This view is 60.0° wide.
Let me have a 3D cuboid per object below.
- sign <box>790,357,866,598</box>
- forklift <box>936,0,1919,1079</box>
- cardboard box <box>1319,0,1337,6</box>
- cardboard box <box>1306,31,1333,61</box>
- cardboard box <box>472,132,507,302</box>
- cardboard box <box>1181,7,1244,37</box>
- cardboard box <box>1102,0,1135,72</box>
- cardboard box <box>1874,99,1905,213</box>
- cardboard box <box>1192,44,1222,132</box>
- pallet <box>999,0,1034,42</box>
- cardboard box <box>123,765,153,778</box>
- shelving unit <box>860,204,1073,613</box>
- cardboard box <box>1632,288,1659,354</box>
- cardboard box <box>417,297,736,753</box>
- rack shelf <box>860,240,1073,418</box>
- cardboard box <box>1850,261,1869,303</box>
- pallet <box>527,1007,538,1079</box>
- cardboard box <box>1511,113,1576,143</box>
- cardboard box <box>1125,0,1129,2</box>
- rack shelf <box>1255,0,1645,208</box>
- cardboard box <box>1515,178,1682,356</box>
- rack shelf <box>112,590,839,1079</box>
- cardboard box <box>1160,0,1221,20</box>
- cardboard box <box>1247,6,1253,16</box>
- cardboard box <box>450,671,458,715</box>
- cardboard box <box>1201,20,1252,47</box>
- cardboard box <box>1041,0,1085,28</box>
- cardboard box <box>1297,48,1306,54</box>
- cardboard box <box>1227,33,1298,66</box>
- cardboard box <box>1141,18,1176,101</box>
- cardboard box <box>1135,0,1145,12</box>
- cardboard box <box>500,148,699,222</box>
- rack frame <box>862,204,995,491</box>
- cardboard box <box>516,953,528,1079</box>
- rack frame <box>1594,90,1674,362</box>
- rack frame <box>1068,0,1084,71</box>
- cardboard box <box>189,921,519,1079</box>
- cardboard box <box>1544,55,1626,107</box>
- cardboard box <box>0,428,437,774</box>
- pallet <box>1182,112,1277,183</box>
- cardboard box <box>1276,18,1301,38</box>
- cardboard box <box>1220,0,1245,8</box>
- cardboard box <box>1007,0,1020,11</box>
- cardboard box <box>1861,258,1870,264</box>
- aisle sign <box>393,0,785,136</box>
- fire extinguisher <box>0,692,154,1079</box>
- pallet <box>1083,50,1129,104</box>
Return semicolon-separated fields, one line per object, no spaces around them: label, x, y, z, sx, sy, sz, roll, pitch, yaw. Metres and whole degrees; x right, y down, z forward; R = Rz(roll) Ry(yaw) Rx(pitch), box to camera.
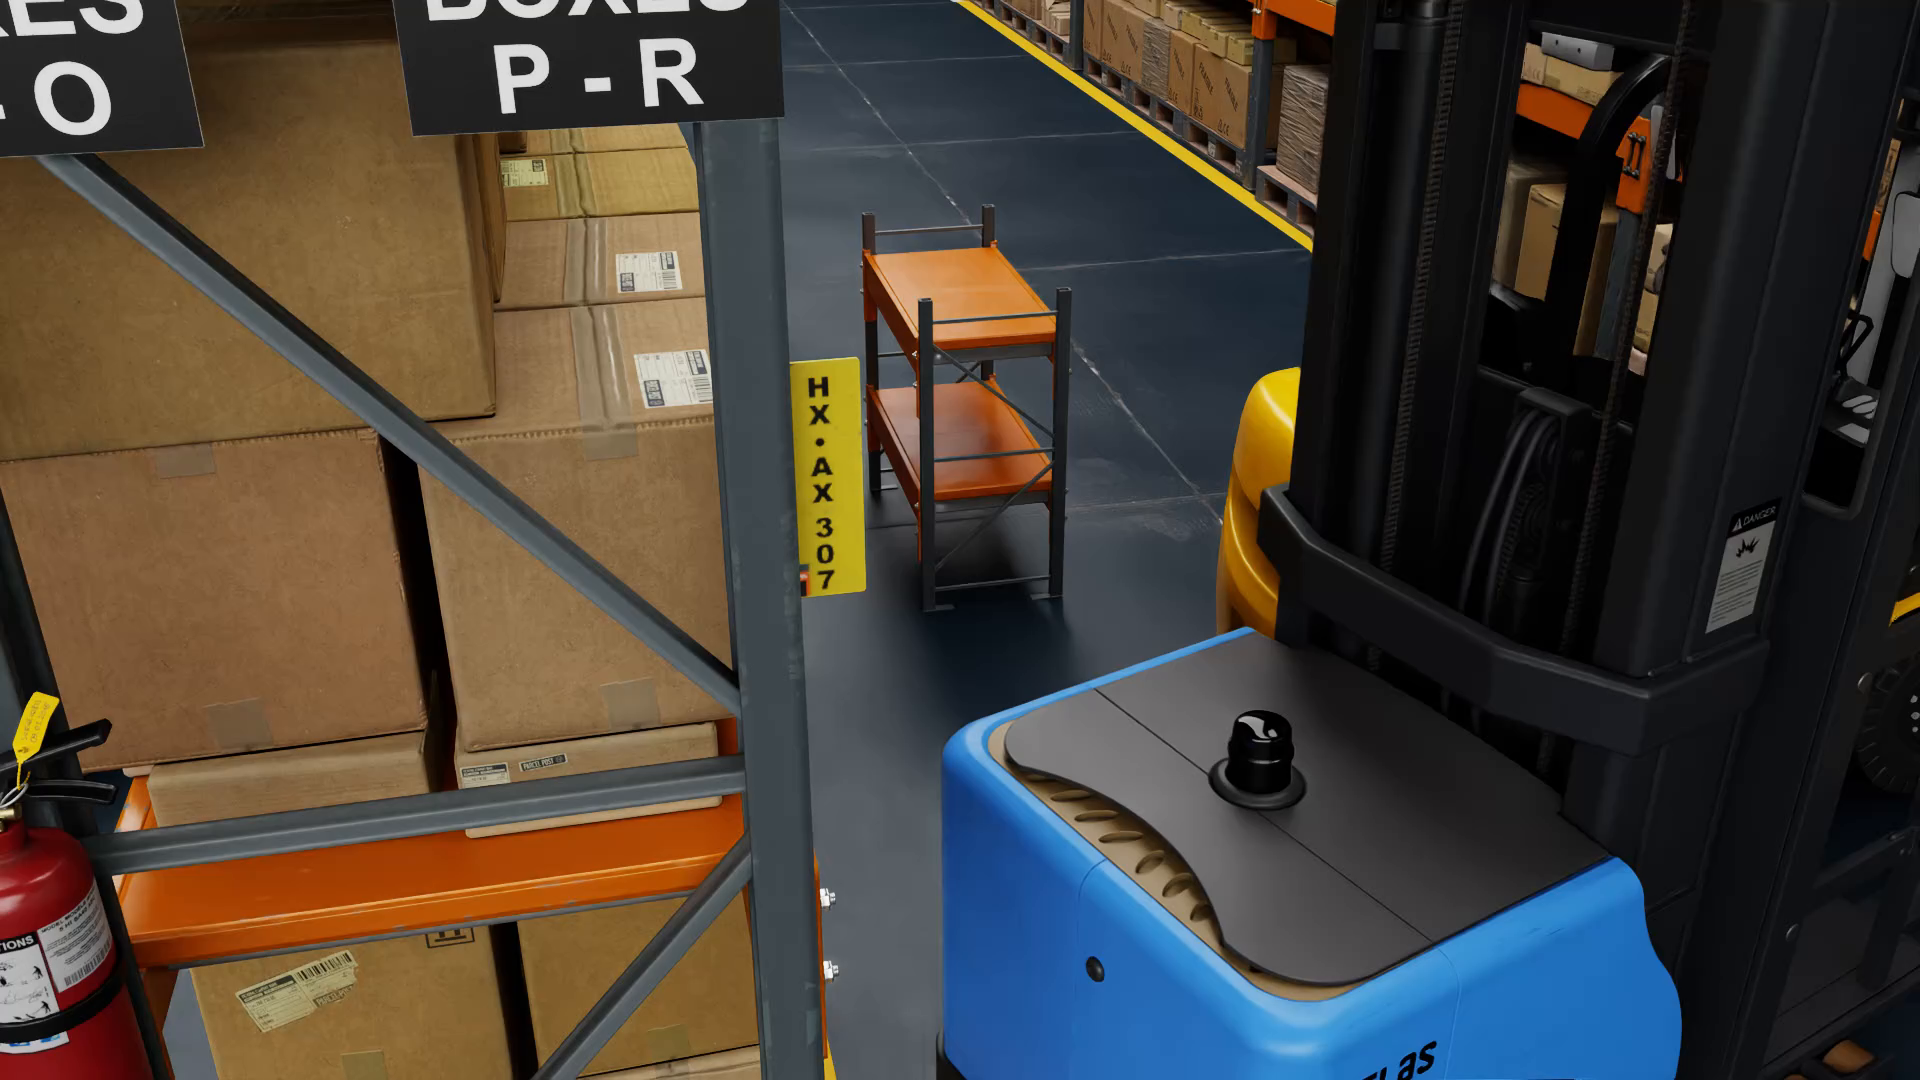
sign;-0.173;-0.074;2.107;0.100;0.325;0.005;-6;27;-12
forklift;1.468;-0.162;3.318;3.031;2.935;1.130;-16;31;-29
cardboard box;2.301;-3.142;9.313;0.500;0.250;0.500;-7;28;-13
cardboard box;2.517;-3.272;10.992;0.380;0.149;0.250;-5;27;-9
cardboard box;-1.136;-0.681;2.720;0.700;0.500;0.500;-6;27;-11
cardboard box;1.793;-3.669;11.779;0.380;0.149;0.250;-6;27;-12
cardboard box;1.449;-4.010;13.174;0.500;0.500;0.500;-6;27;-12
cardboard box;3.327;-1.268;5.323;0.500;0.500;0.500;-6;27;-12
cardboard box;1.924;-3.106;11.384;0.500;0.500;0.500;-6;27;-12
pallet;0.997;-5.000;15.921;1.003;0.211;1.213;-6;27;-12
cardboard box;-1.159;0.237;2.730;0.380;0.149;0.250;-6;27;-12
shelving unit;-0.002;-0.505;6.002;0.538;1.125;1.048;-6;27;-12
cardboard box;3.041;-0.834;6.604;0.500;0.250;0.500;-6;27;-12
cardboard box;-0.538;-0.046;2.571;0.500;0.500;0.500;-6;27;-12
rack shelf;-0.002;-0.766;5.871;0.538;0.278;1.000;-6;27;-12
cardboard box;3.141;-0.831;6.043;0.500;0.250;0.500;-6;27;-12
pallet;-0.867;1.219;3.601;1.003;0.211;1.213;-6;27;-12
cardboard box;2.765;-1.921;8.896;0.875;0.625;0.625;-7;28;-14
cardboard box;1.458;-4.358;13.143;0.380;0.149;0.250;-7;28;-14
rack shelf;2.782;-2.451;8.576;1.077;0.370;4.000;-6;27;-12
cardboard box;3.104;-1.250;7.566;0.875;0.625;0.625;-5;27;-9
rack shelf;-1.152;-0.189;4.095;1.077;0.370;4.000;-6;27;-12
cardboard box;1.696;-3.901;12.237;0.380;0.149;0.250;-6;27;-11
cardboard box;2.272;-3.731;11.901;0.380;0.149;0.250;-7;28;-13
cardboard box;-0.647;0.200;2.804;0.380;0.149;0.250;-6;27;-11
cardboard box;1.865;-3.439;11.323;0.380;0.149;0.250;-7;28;-13
cardboard box;0.937;-4.745;14.890;0.396;0.266;0.258;-5;27;-10
cardboard box;2.418;-3.153;11.475;0.500;0.500;0.500;-6;27;-11
cardboard box;1.973;-3.203;10.854;0.380;0.149;0.250;-7;28;-14
cardboard box;1.668;-3.562;12.286;0.500;0.500;0.500;-7;28;-13
cardboard box;1.553;-4.125;12.682;0.380;0.149;0.250;-6;27;-12
cardboard box;-0.774;-0.497;3.464;0.500;0.500;0.500;-6;27;-13
rack frame;-0.116;-0.728;6.445;0.500;1.125;0.032;-6;27;-12
cardboard box;-1.151;1.069;3.388;0.500;0.250;0.500;-6;27;-12
rack frame;3.232;-1.894;6.674;1.000;3.000;0.127;-6;27;-12
rack frame;1.429;-5.406;13.632;1.000;3.000;0.127;-6;27;-12
cardboard box;-1.136;0.747;3.194;0.500;0.500;0.500;-6;27;-11
cardboard box;2.864;-2.022;7.094;0.500;0.250;0.500;-5;27;-10
cardboard box;-1.092;-0.020;2.520;0.500;0.500;0.500;-6;27;-13
pallet;2.199;-2.737;11.438;1.003;0.211;1.213;-6;27;-12
cardboard box;2.349;-3.492;11.429;0.380;0.149;0.250;-6;27;-11
cardboard box;2.154;-3.957;12.349;0.380;0.149;0.250;-7;28;-14
cardboard box;0.750;-5.334;15.798;0.500;0.500;0.500;-5;27;-11
cardboard box;3.661;-0.883;6.147;0.500;0.250;0.500;-6;27;-12
aisle sign;-0.385;-0.797;1.616;0.394;0.787;0.004;-6;27;-12
fire extinguisher;-1.125;0.499;2.018;0.296;0.674;0.183;-6;27;-12
pallet;1.650;-3.808;13.561;1.003;0.211;1.213;-6;27;-12
